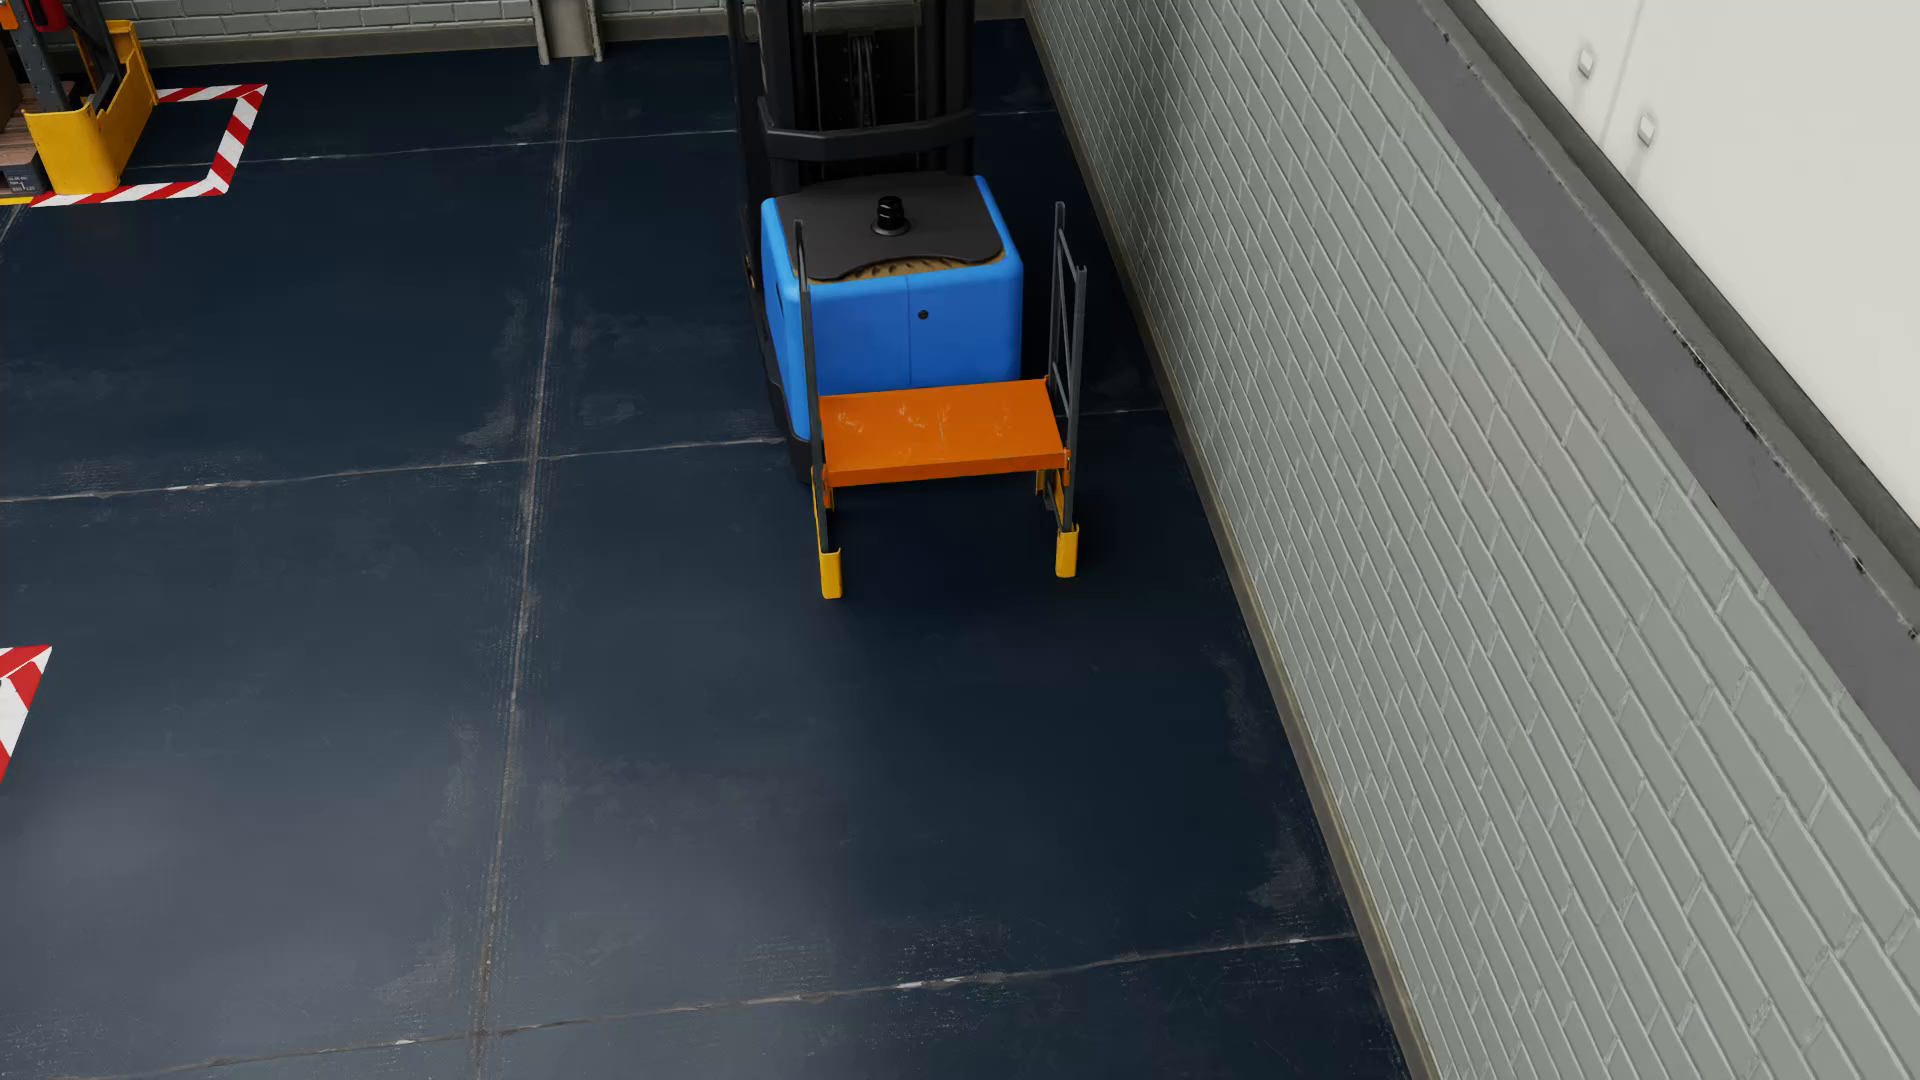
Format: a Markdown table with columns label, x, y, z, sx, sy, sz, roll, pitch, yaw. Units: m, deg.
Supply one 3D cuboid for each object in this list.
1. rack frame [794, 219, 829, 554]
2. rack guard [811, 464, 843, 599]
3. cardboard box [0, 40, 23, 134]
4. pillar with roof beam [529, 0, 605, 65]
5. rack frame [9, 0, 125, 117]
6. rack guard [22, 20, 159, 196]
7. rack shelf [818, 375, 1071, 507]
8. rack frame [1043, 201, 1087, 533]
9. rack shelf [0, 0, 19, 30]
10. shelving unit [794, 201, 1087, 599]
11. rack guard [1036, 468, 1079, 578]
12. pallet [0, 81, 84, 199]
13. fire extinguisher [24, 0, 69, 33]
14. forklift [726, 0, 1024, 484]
| label | x | y | z | sx | sy | sz | roll | pitch | yaw |
| --- | --- | --- | --- | --- | --- | --- | --- | --- | --- |
| rack frame | -0.589 | -0.505 | 6.691 | 0.032 | 1.500 | 0.500 | -5 | 42 | -6 |
| rack guard | -0.569 | -0.043 | 7.111 | 0.087 | 0.250 | 0.587 | -5 | 42 | -6 |
| cardboard box | -5.745 | -2.559 | 9.401 | 0.500 | 0.500 | 0.700 | -5 | 42 | -6 |
| pillar with roof beam | -1.941 | -3.636 | 4.563 | 0.400 | 9.000 | 9.100 | -5 | 42 | -6 |
| rack frame | -5.064 | -3.459 | 8.845 | 0.127 | 3.000 | 1.000 | -5 | 42 | -6 |
| rack guard | -5.041 | -2.533 | 9.685 | 0.348 | 0.500 | 1.175 | -5 | 42 | -6 |
| rack shelf | -0.085 | -0.416 | 6.860 | 1.000 | 0.185 | 0.538 | -5 | 42 | -6 |
| rack frame | 0.419 | -0.594 | 6.788 | 0.032 | 1.500 | 0.500 | -5 | 42 | -6 |
| rack shelf | -7.047 | -3.018 | 8.894 | 4.000 | 0.370 | 1.077 | -5 | 42 | -6 |
| shelving unit | -0.076 | -0.550 | 6.740 | 1.083 | 1.500 | 0.587 | -5 | 42 | -6 |
| rack guard | 0.418 | -0.129 | 7.207 | 0.087 | 0.250 | 0.587 | -5 | 42 | -6 |
| pallet | -5.847 | -2.302 | 9.645 | 1.213 | 0.211 | 1.003 | -5 | 42 | -6 |
| fire extinguisher | -4.855 | -2.998 | 8.671 | 0.183 | 0.674 | 0.296 | -5 | 42 | -6 |
| forklift | -0.531 | -2.333 | 7.648 | 1.130 | 2.935 | 3.031 | -8 | 43 | -9 |
